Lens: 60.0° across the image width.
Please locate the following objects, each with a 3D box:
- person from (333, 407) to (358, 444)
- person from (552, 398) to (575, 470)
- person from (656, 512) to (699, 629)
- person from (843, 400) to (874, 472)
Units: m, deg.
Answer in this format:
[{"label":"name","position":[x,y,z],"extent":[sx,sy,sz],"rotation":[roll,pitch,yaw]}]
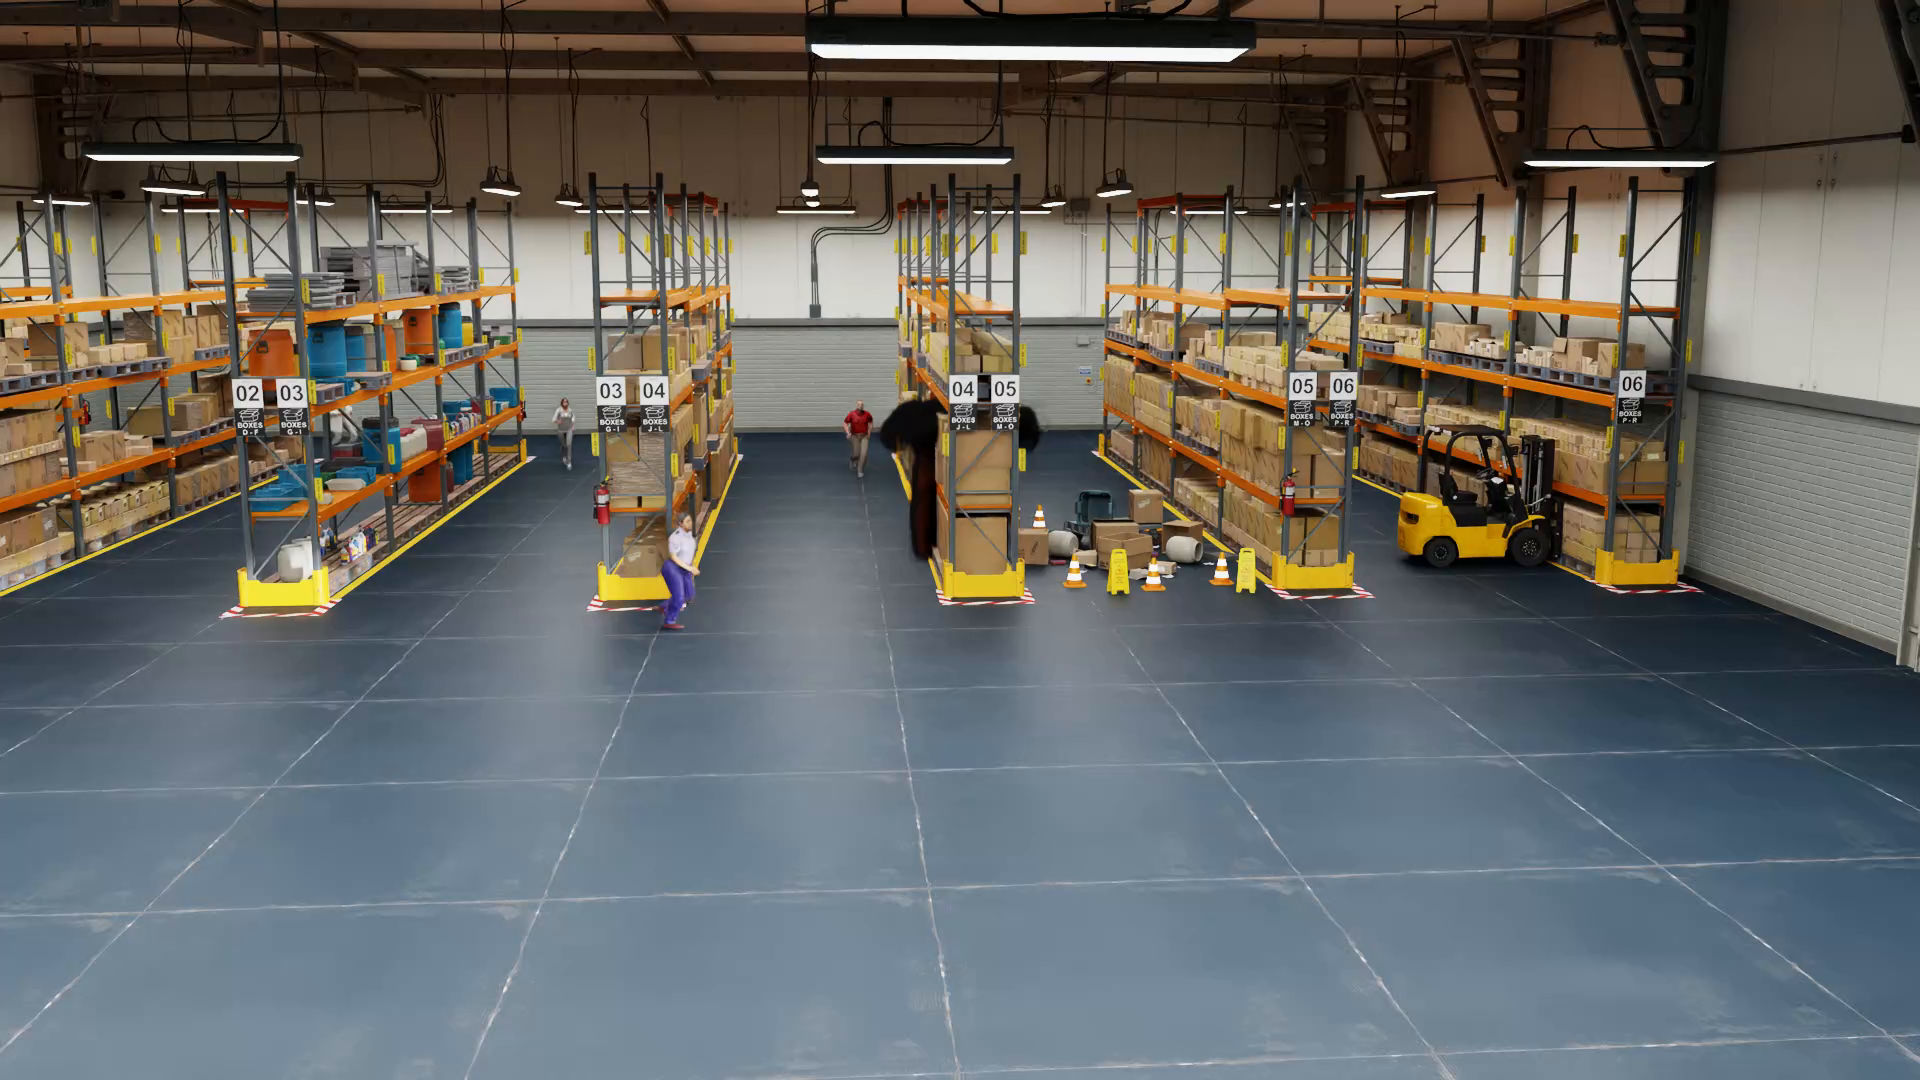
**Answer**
[{"label":"person","position":[-14.702,-2.794,39.486],"extent":[0.886,1.826,0.667],"rotation":[9,14,42]},{"label":"person","position":[-9.024,-2.444,37.931],"extent":[0.527,1.614,0.818],"rotation":[-4,11,-19]},{"label":"person","position":[-3.733,0.490,21.943],"extent":[0.738,1.387,0.588],"rotation":[3,10,16]},{"label":"person","position":[-2.225,-2.304,36.720],"extent":[0.676,1.581,0.574],"rotation":[-3,10,-15]}]
